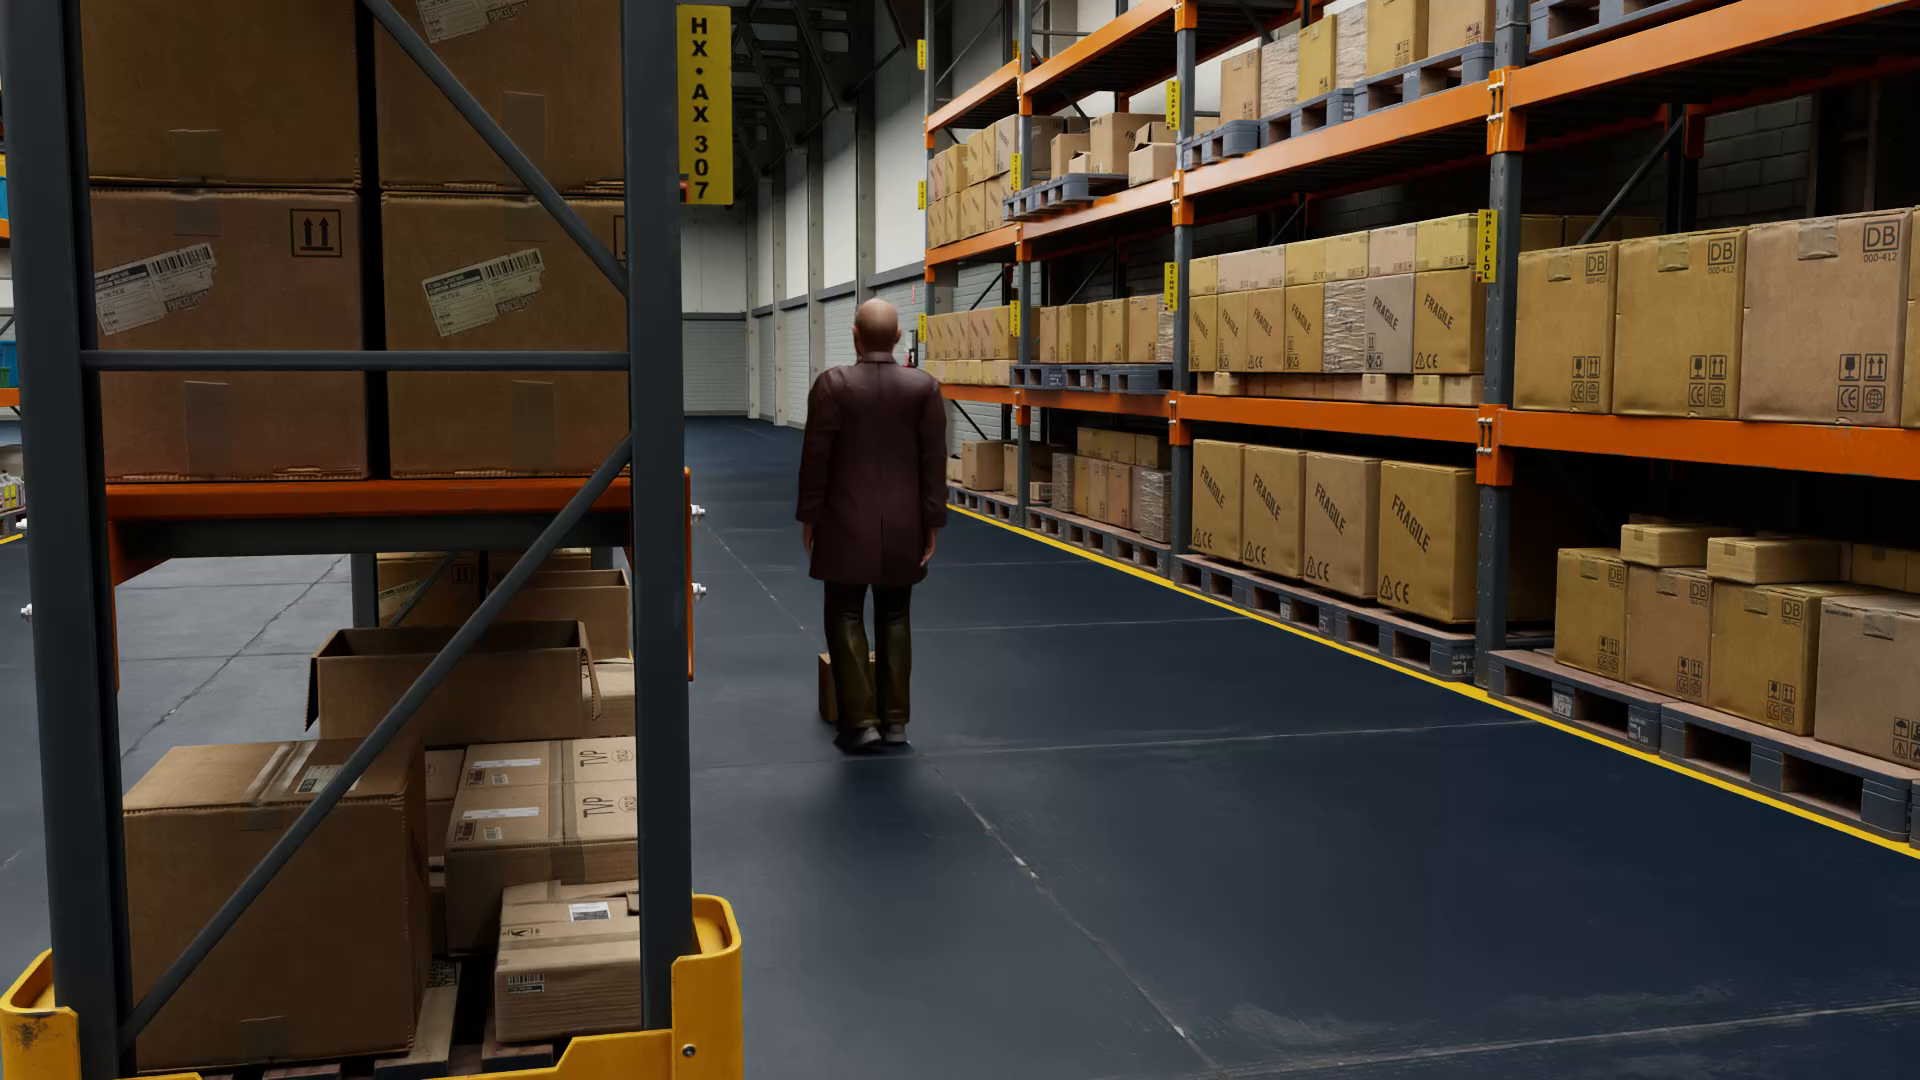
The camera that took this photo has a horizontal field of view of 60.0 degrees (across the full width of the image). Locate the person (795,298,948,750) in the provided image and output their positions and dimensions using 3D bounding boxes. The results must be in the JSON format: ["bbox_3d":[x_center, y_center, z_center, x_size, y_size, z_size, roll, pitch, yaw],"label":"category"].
[{"bbox_3d":[-0.357,-0.037,6.603,0.596,1.822,0.502,-2,6,-14],"label":"person"}]
